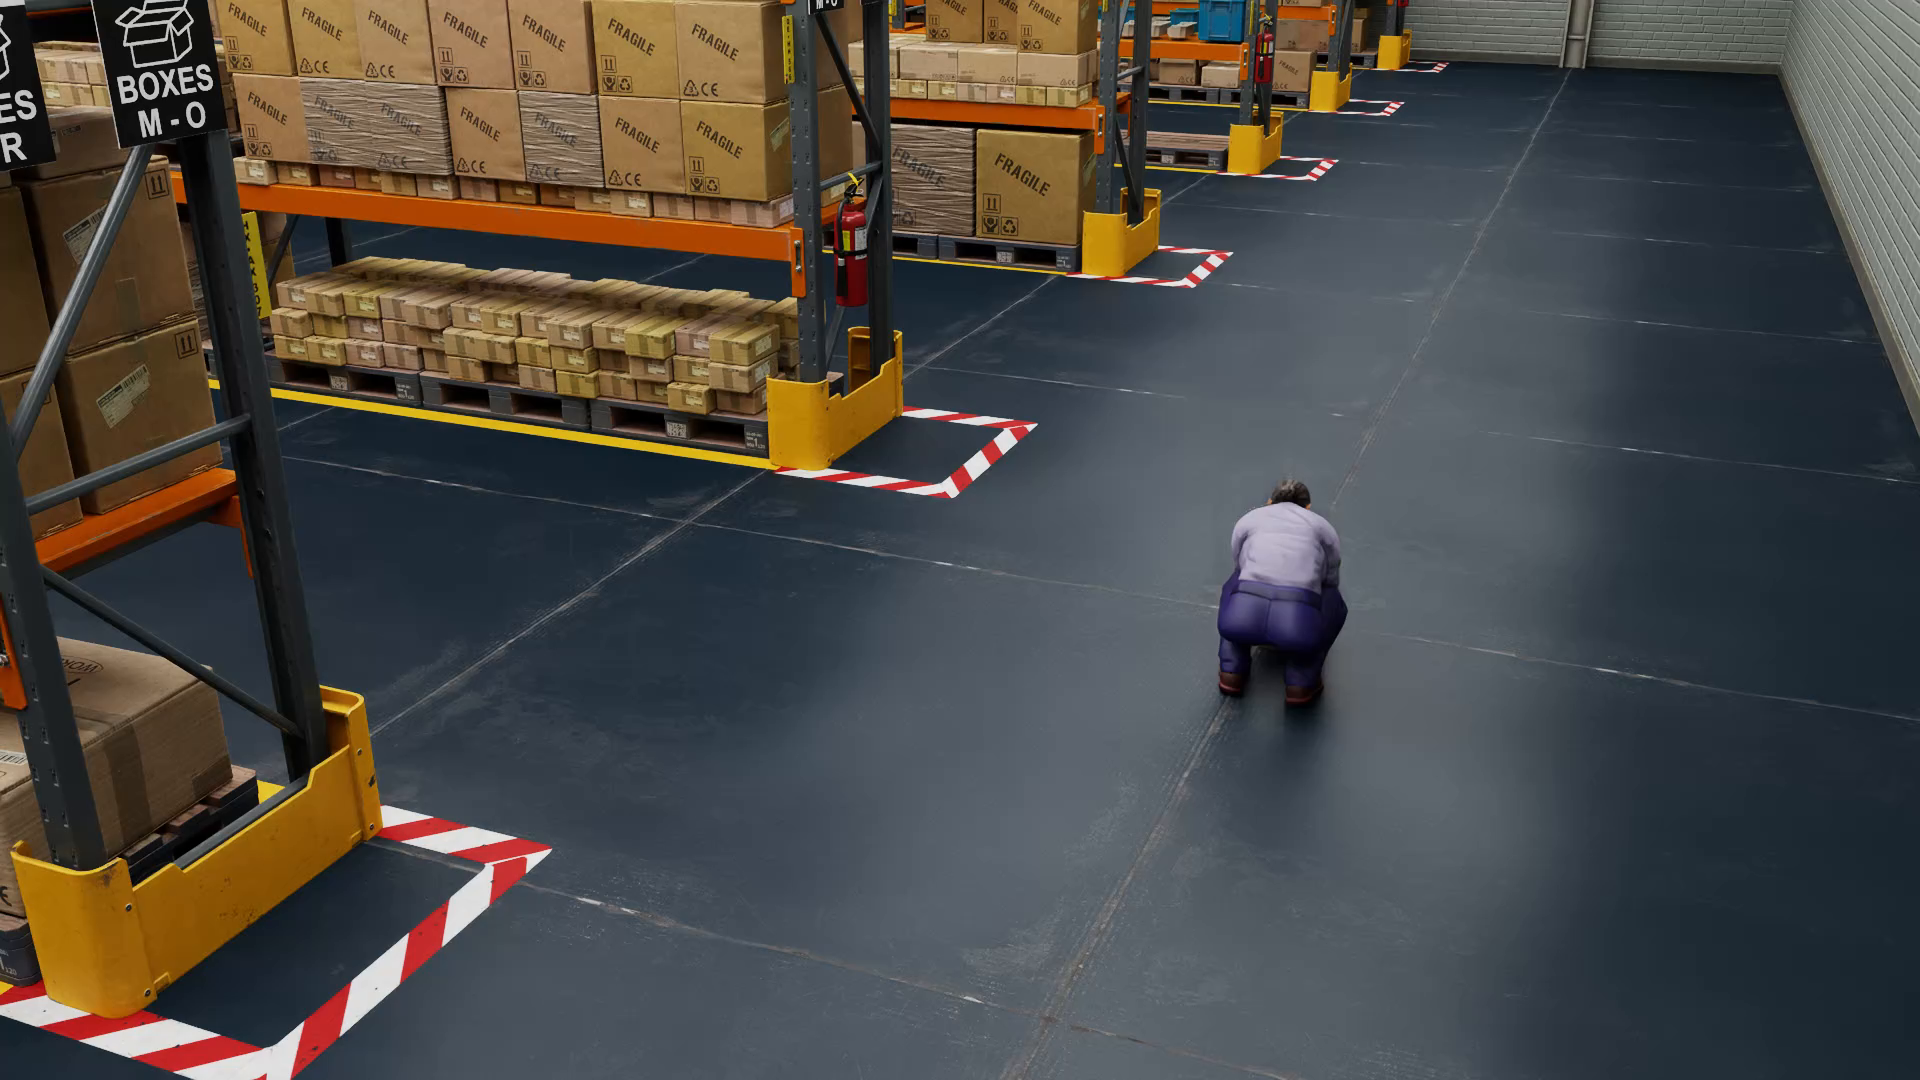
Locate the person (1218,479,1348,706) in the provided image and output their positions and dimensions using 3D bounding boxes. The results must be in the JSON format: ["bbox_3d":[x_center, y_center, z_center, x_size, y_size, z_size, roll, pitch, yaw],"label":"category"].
[{"bbox_3d":[1.313,0.248,6.814,0.526,0.782,0.847,9,24,20],"label":"person"}]
